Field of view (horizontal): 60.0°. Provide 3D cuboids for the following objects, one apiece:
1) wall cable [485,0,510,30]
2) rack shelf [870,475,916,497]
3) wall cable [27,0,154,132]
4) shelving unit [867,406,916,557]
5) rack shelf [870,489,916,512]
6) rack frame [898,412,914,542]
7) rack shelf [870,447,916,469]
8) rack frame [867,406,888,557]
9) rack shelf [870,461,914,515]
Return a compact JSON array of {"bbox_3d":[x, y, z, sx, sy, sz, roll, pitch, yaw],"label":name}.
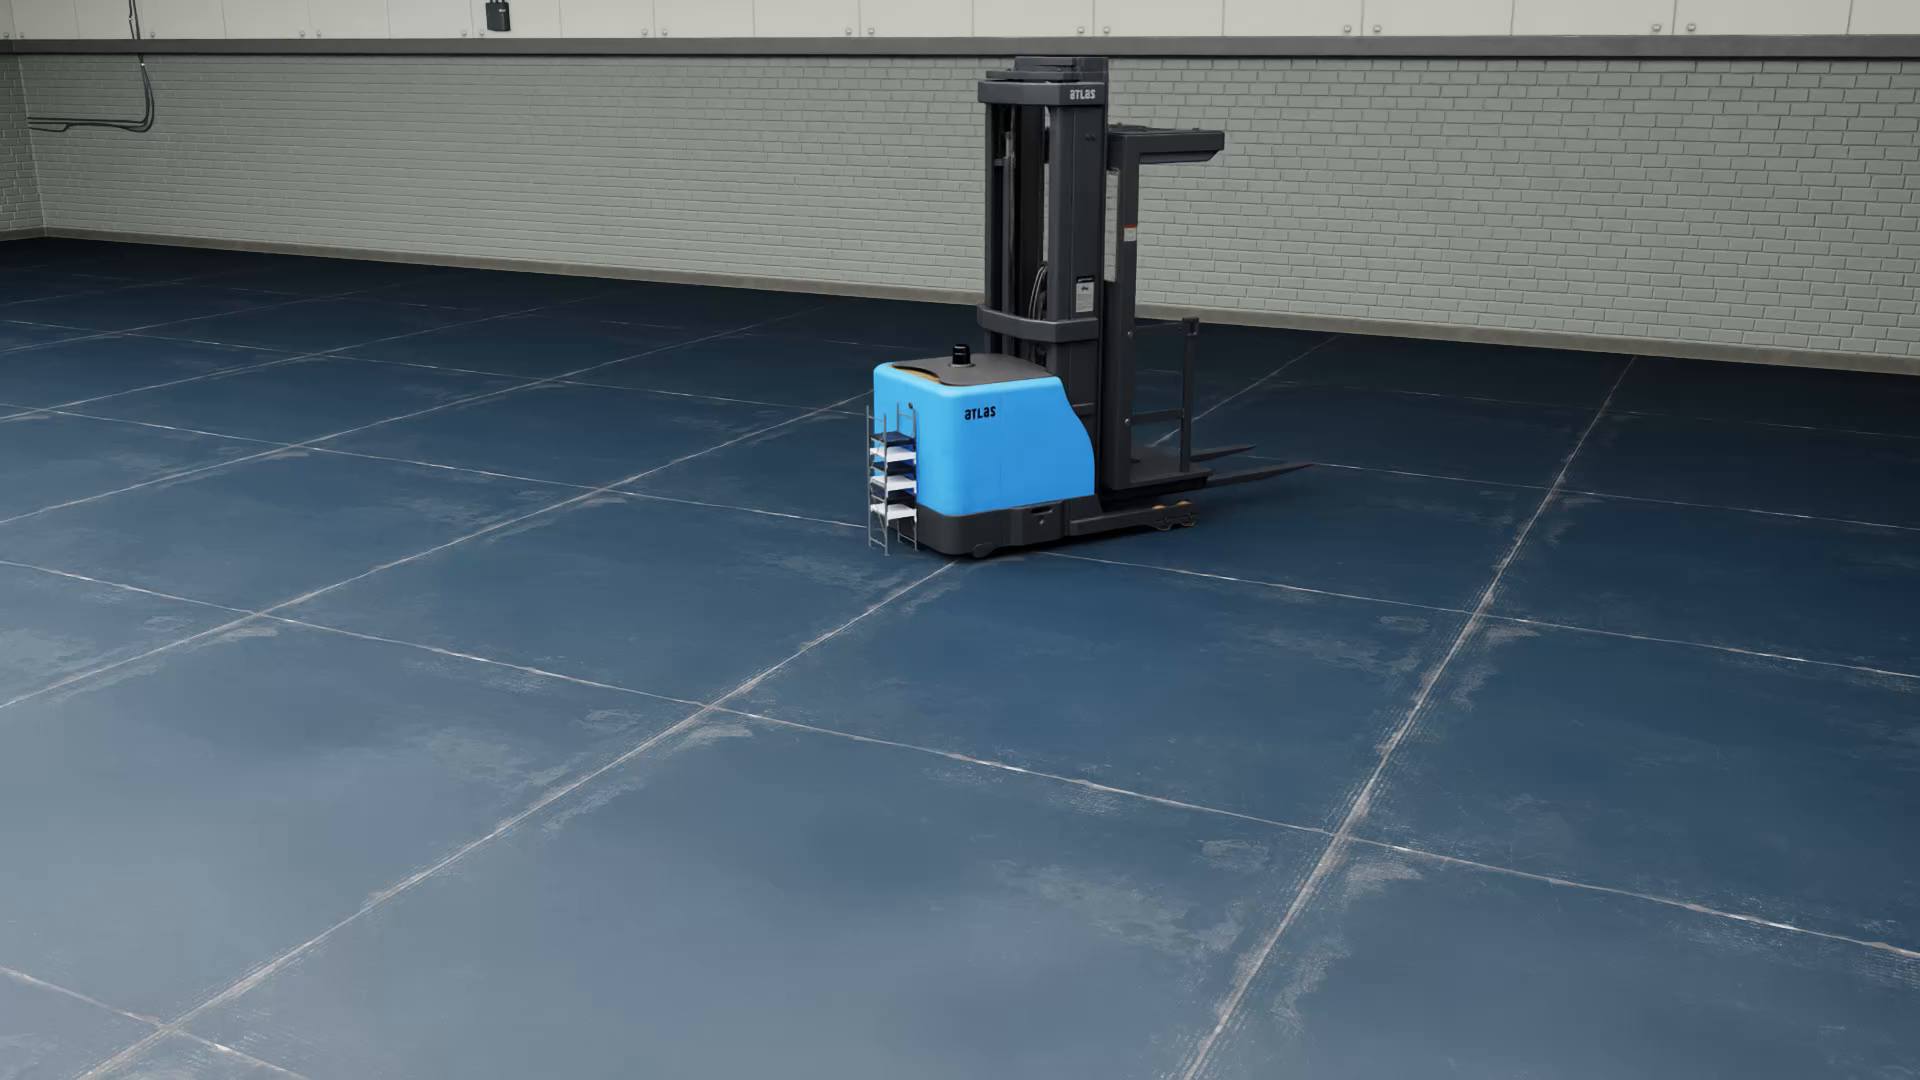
[{"bbox_3d":[-5.249,-9.530,20.833,2.305,6.003,0.169,8,18,25],"label":"wall cable"},{"bbox_3d":[-0.417,-0.339,10.201,0.200,0.077,0.258,-9,19,-29],"label":"rack shelf"},{"bbox_3d":[-13.735,-7.623,25.839,3.097,2.526,0.112,8,18,25],"label":"wall cable"},{"bbox_3d":[-0.418,-0.370,10.191,0.208,0.900,0.258,-9,19,-29],"label":"shelving unit"},{"bbox_3d":[-0.417,-0.252,10.226,0.200,0.077,0.258,-9,19,-29],"label":"rack shelf"},{"bbox_3d":[-0.330,-0.385,10.241,0.003,0.785,0.228,-9,19,-29],"label":"rack frame"},{"bbox_3d":[-0.417,-0.511,10.150,0.200,0.077,0.258,-9,19,-29],"label":"rack shelf"},{"bbox_3d":[-0.505,-0.356,10.142,0.006,0.900,0.240,-9,19,-29],"label":"rack frame"},{"bbox_3d":[-0.417,-0.322,10.206,0.190,0.281,0.221,-9,19,-29],"label":"rack shelf"}]
